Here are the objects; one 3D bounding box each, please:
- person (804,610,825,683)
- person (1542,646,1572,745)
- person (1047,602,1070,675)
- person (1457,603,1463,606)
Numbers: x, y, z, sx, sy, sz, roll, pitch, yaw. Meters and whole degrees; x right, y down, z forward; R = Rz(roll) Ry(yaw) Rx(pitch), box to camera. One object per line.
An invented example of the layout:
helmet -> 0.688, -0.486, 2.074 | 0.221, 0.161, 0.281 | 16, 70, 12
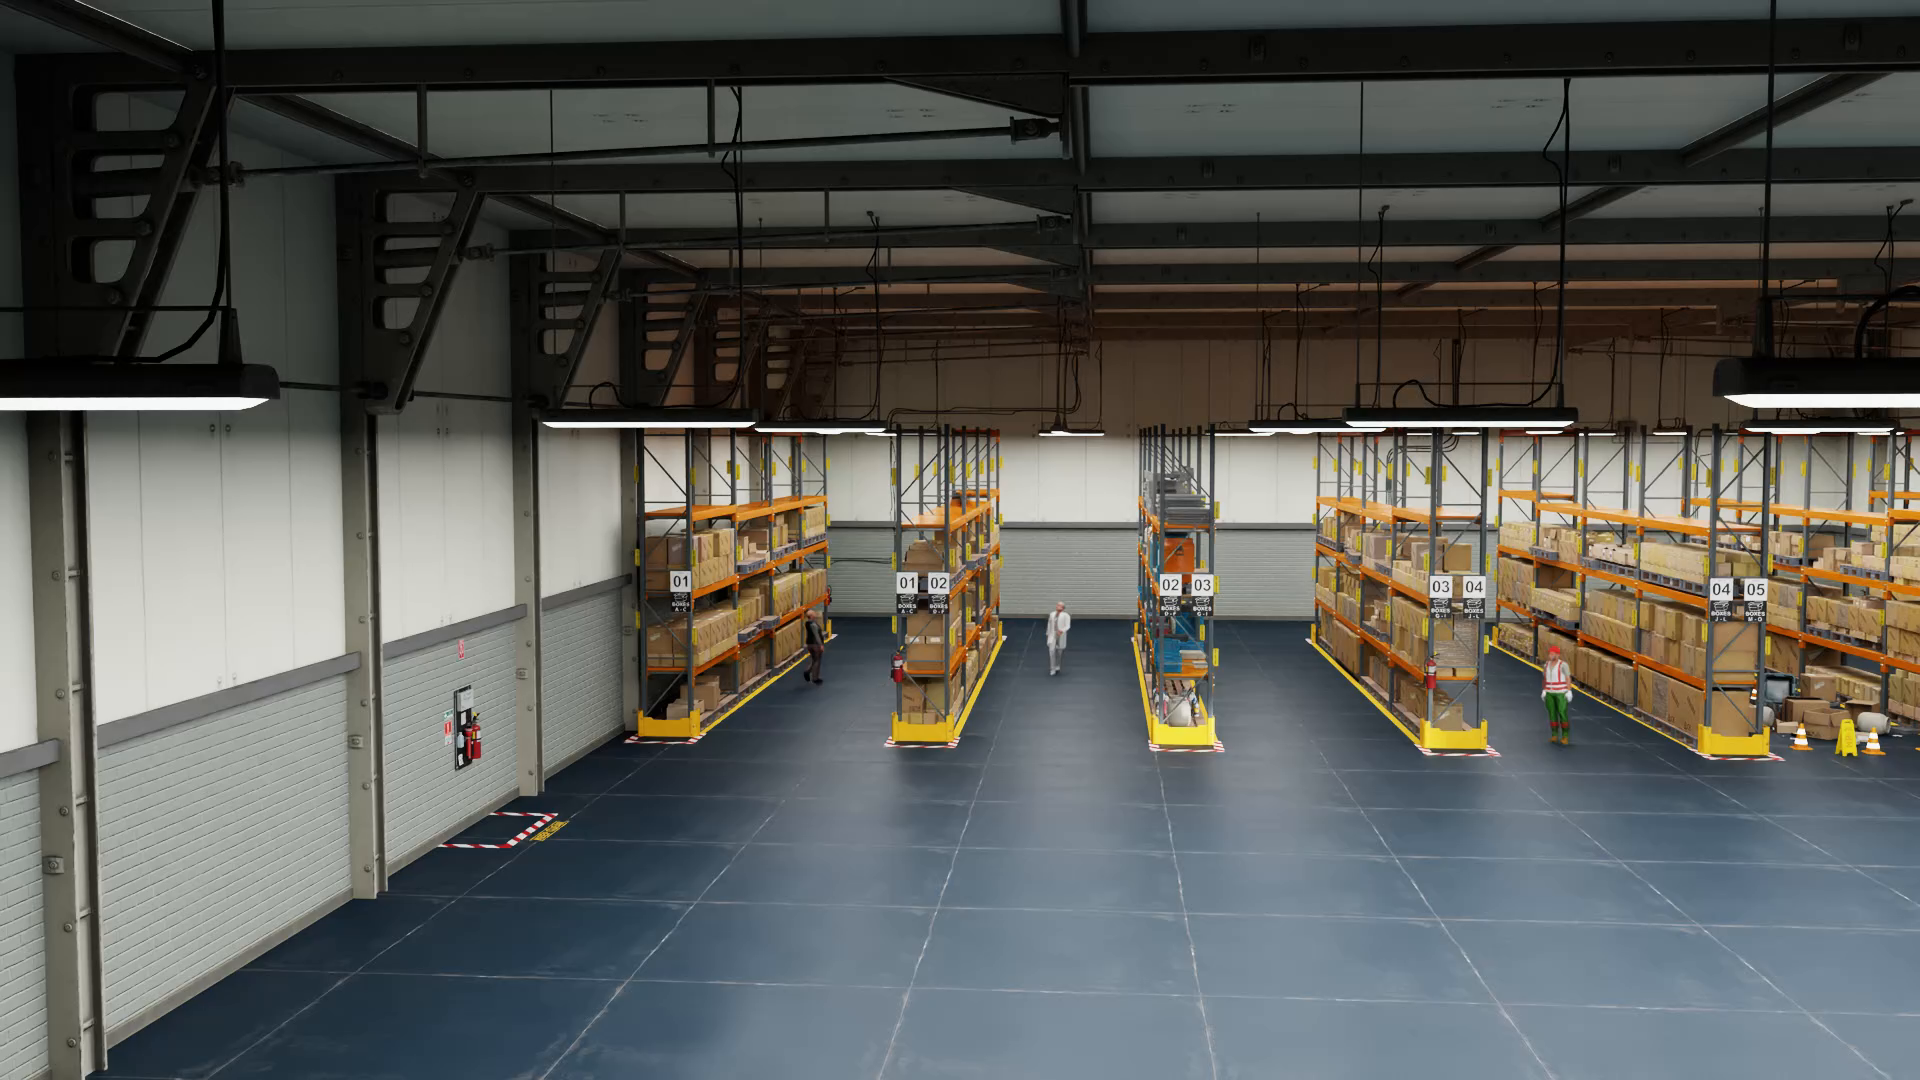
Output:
person -> -3.414, 2.486, 38.929 | 0.481, 1.700, 0.556 | -3, 5, -45
person -> 11.271, 2.916, 31.429 | 0.397, 1.813, 0.647 | -3, 4, -38
person -> 2.408, 2.425, 40.675 | 0.571, 1.804, 0.954 | 0, 3, 3
person -> 14.275, 2.006, 47.573 | 0.514, 1.620, 0.805 | 2, 4, 28
